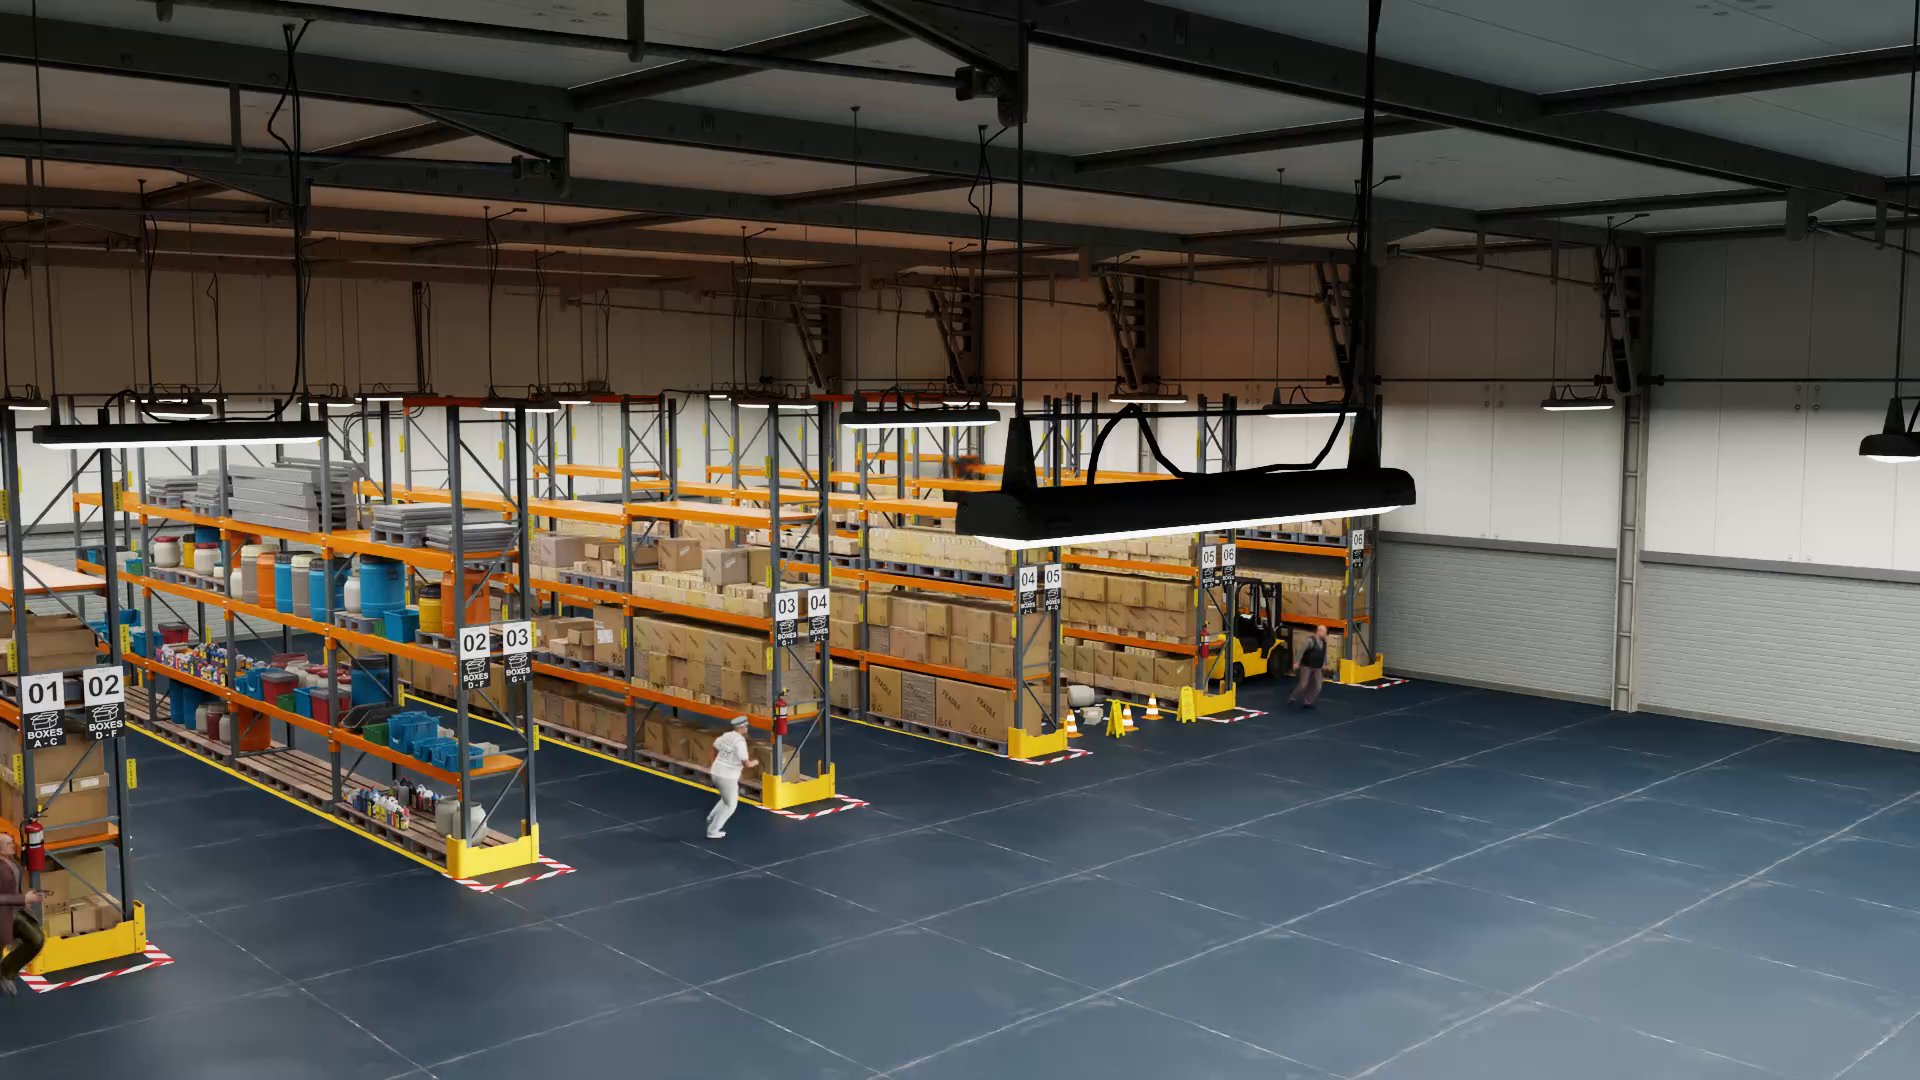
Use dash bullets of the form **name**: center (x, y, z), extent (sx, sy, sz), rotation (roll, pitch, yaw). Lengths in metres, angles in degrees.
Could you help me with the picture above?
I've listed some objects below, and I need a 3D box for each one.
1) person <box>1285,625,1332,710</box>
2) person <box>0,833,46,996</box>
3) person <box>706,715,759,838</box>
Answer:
- **person**: center (6.679, 2.427, 31.869), extent (0.805, 1.643, 0.623), rotation (-3, 6, -29)
- **person**: center (-9.684, 3.815, 16.874), extent (0.882, 1.731, 0.706), rotation (0, 6, 3)
- **person**: center (-3.184, 3.276, 23.136), extent (0.833, 1.668, 0.674), rotation (-4, 7, -37)
